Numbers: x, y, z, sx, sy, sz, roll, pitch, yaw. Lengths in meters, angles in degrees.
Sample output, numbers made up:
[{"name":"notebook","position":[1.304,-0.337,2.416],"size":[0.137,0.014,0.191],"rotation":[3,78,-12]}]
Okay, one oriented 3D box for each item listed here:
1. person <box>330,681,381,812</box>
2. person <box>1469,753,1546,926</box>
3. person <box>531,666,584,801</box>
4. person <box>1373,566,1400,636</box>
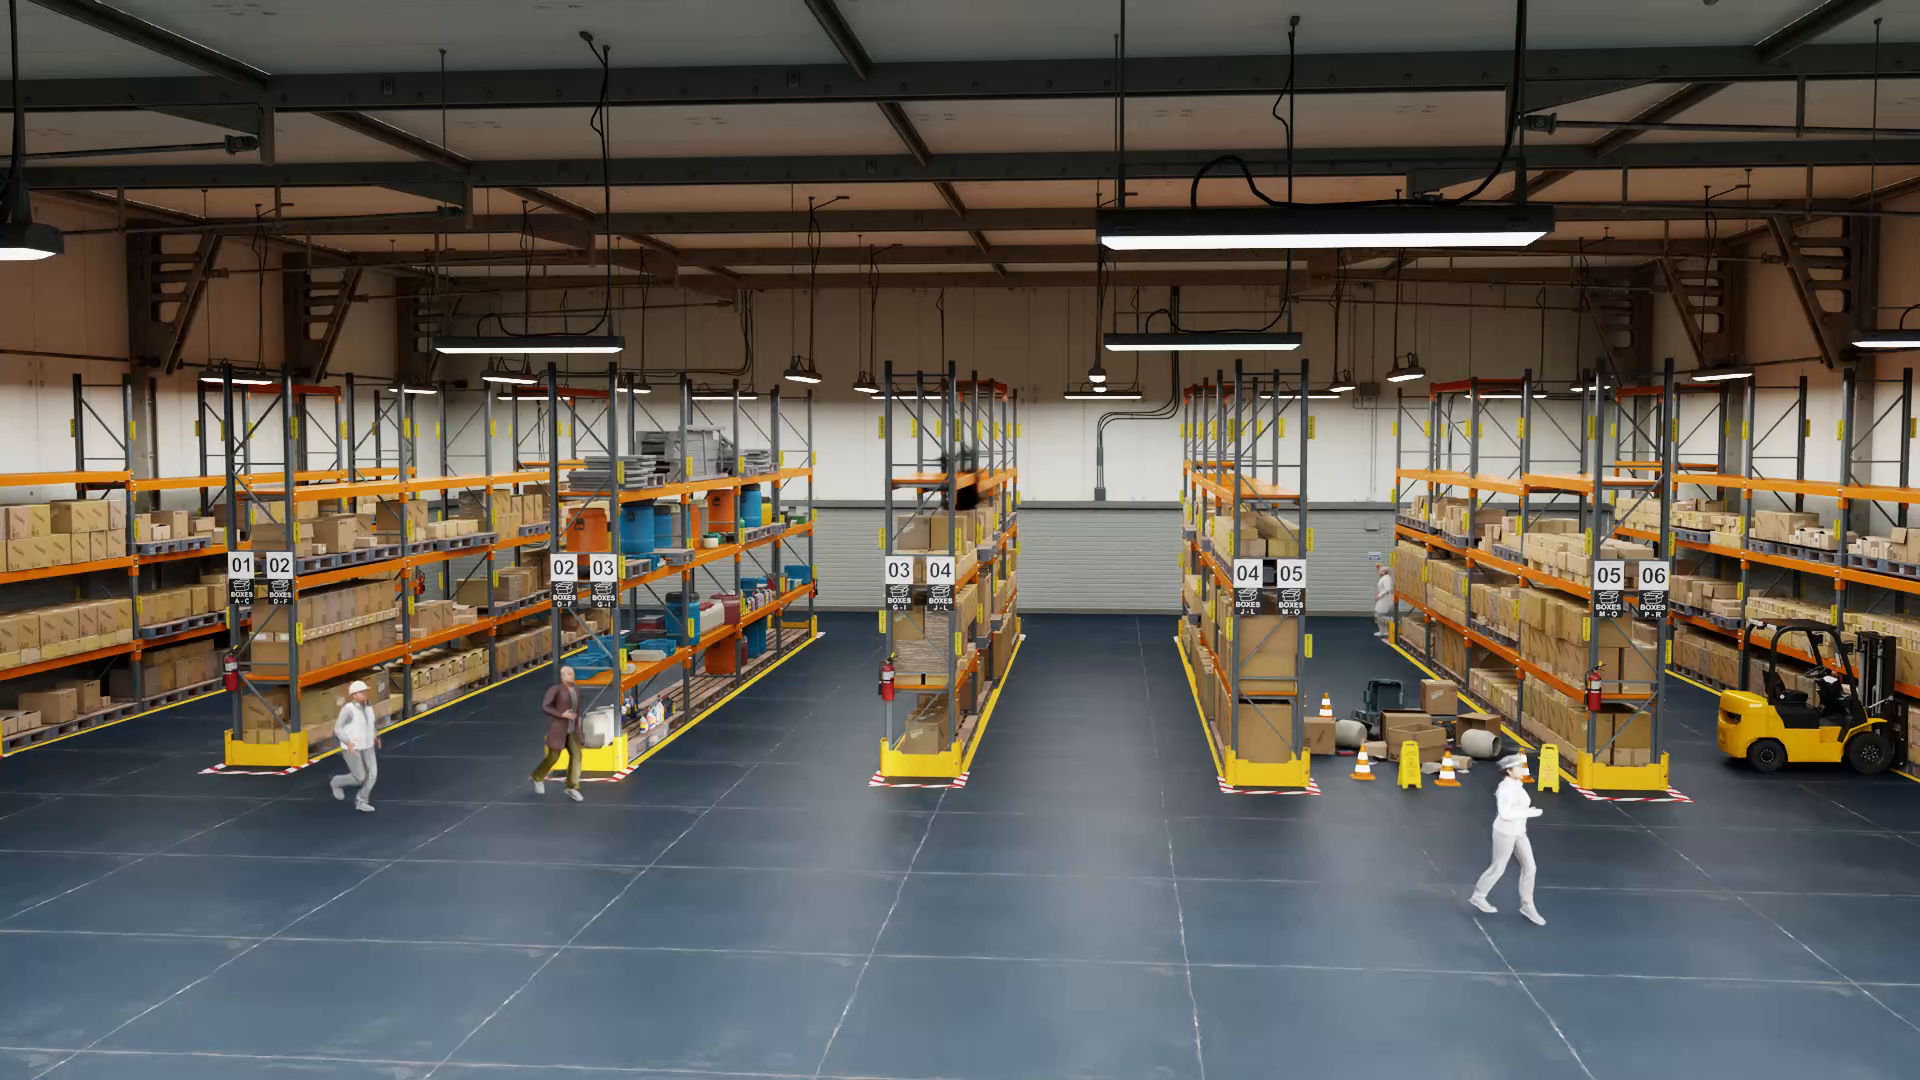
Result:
[{"name":"person","position":[-7.981,2.707,21.917],"size":[0.636,1.728,0.650],"rotation":[2,4,29]},{"name":"person","position":[5.610,3.025,16.985],"size":[0.759,1.729,0.608],"rotation":[3,5,39]},{"name":"person","position":[-5.414,2.614,22.731],"size":[0.991,1.789,0.740],"rotation":[3,5,37]},{"name":"person","position":[10.365,1.495,40.446],"size":[0.702,1.724,0.745],"rotation":[2,4,22]}]
